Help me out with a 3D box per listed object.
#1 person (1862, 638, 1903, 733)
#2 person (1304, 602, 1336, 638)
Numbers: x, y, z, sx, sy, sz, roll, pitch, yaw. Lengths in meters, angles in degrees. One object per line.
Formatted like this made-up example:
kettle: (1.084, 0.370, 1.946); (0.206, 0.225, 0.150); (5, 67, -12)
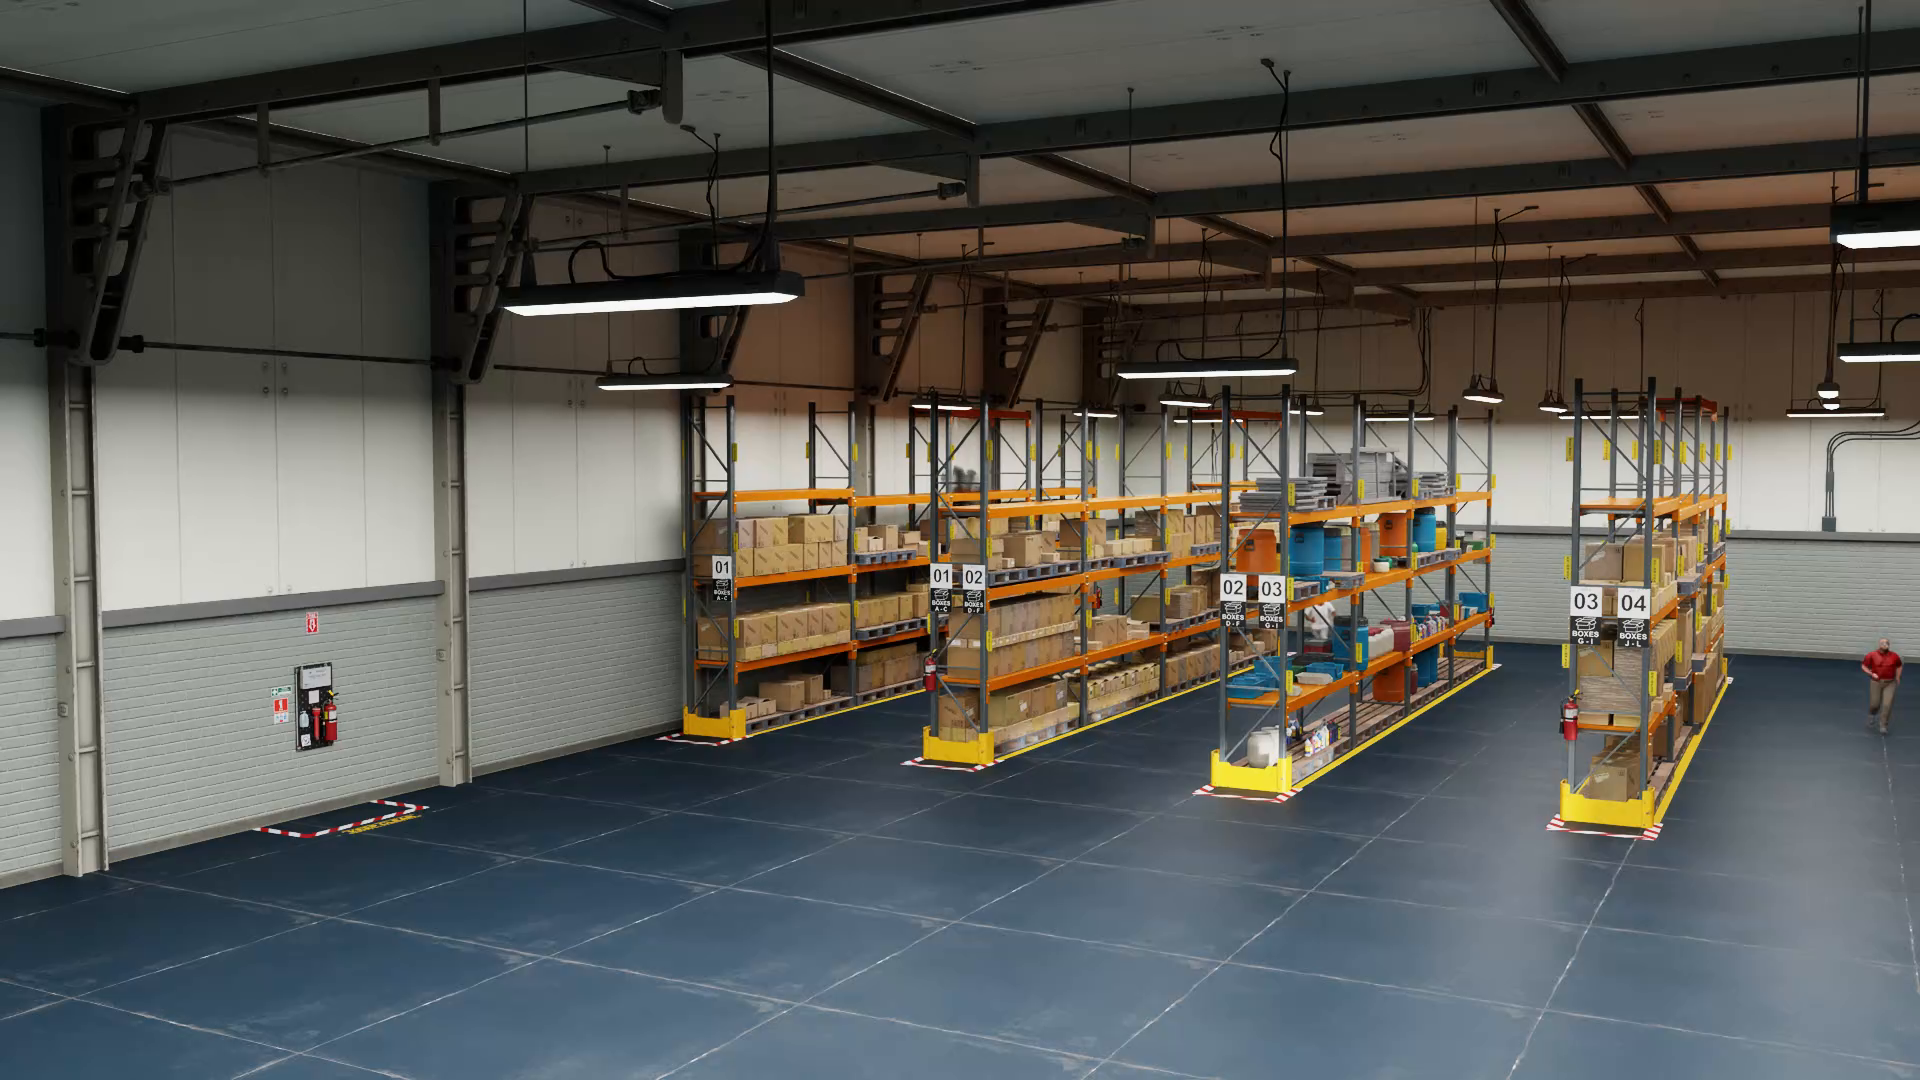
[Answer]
person: (16.530, 2.590, 29.801); (0.664, 1.684, 0.678); (1, 3, 18)
person: (8.367, 2.084, 38.758); (0.740, 1.818, 0.847); (1, 3, 15)
